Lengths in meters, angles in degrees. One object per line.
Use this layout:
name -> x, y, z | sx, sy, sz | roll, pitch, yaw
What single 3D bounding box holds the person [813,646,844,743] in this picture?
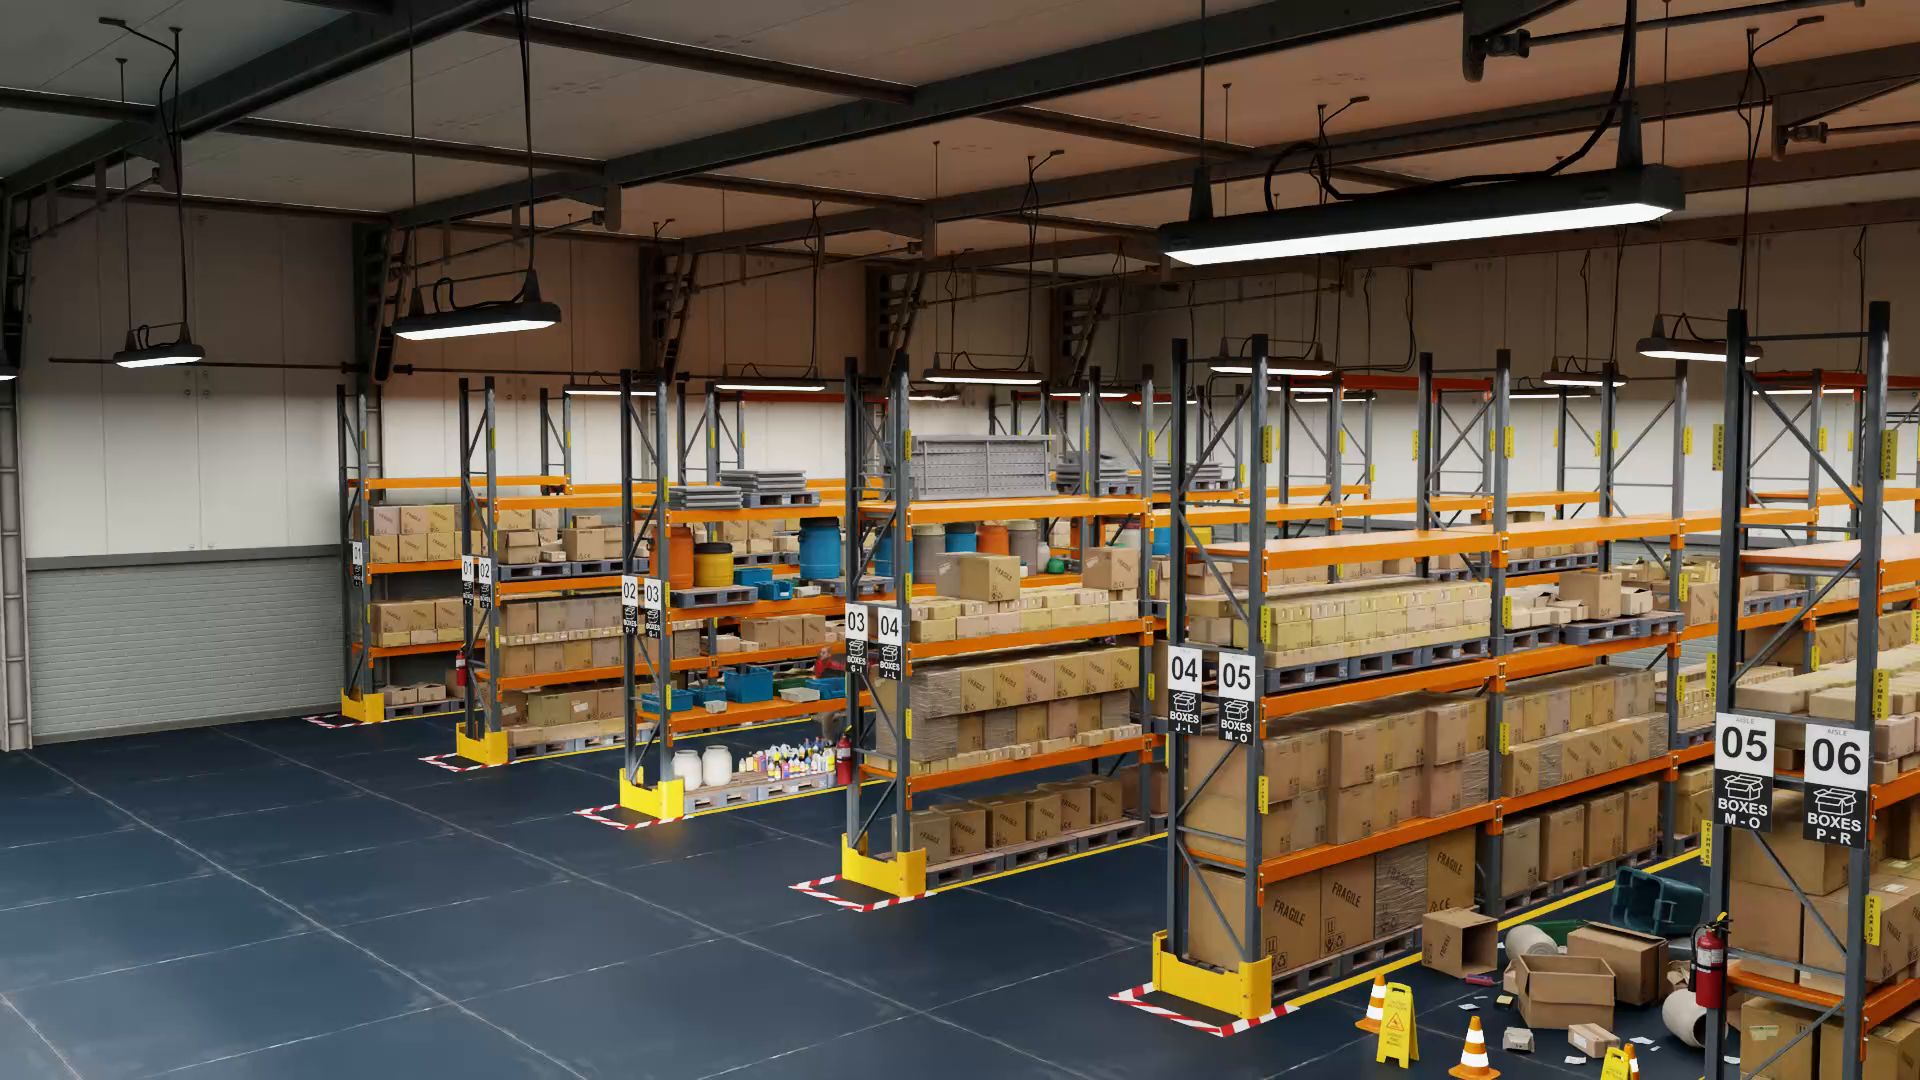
person -> -2.153, 2.564, 27.180 | 0.702, 1.686, 0.705 | 3, 5, 38
